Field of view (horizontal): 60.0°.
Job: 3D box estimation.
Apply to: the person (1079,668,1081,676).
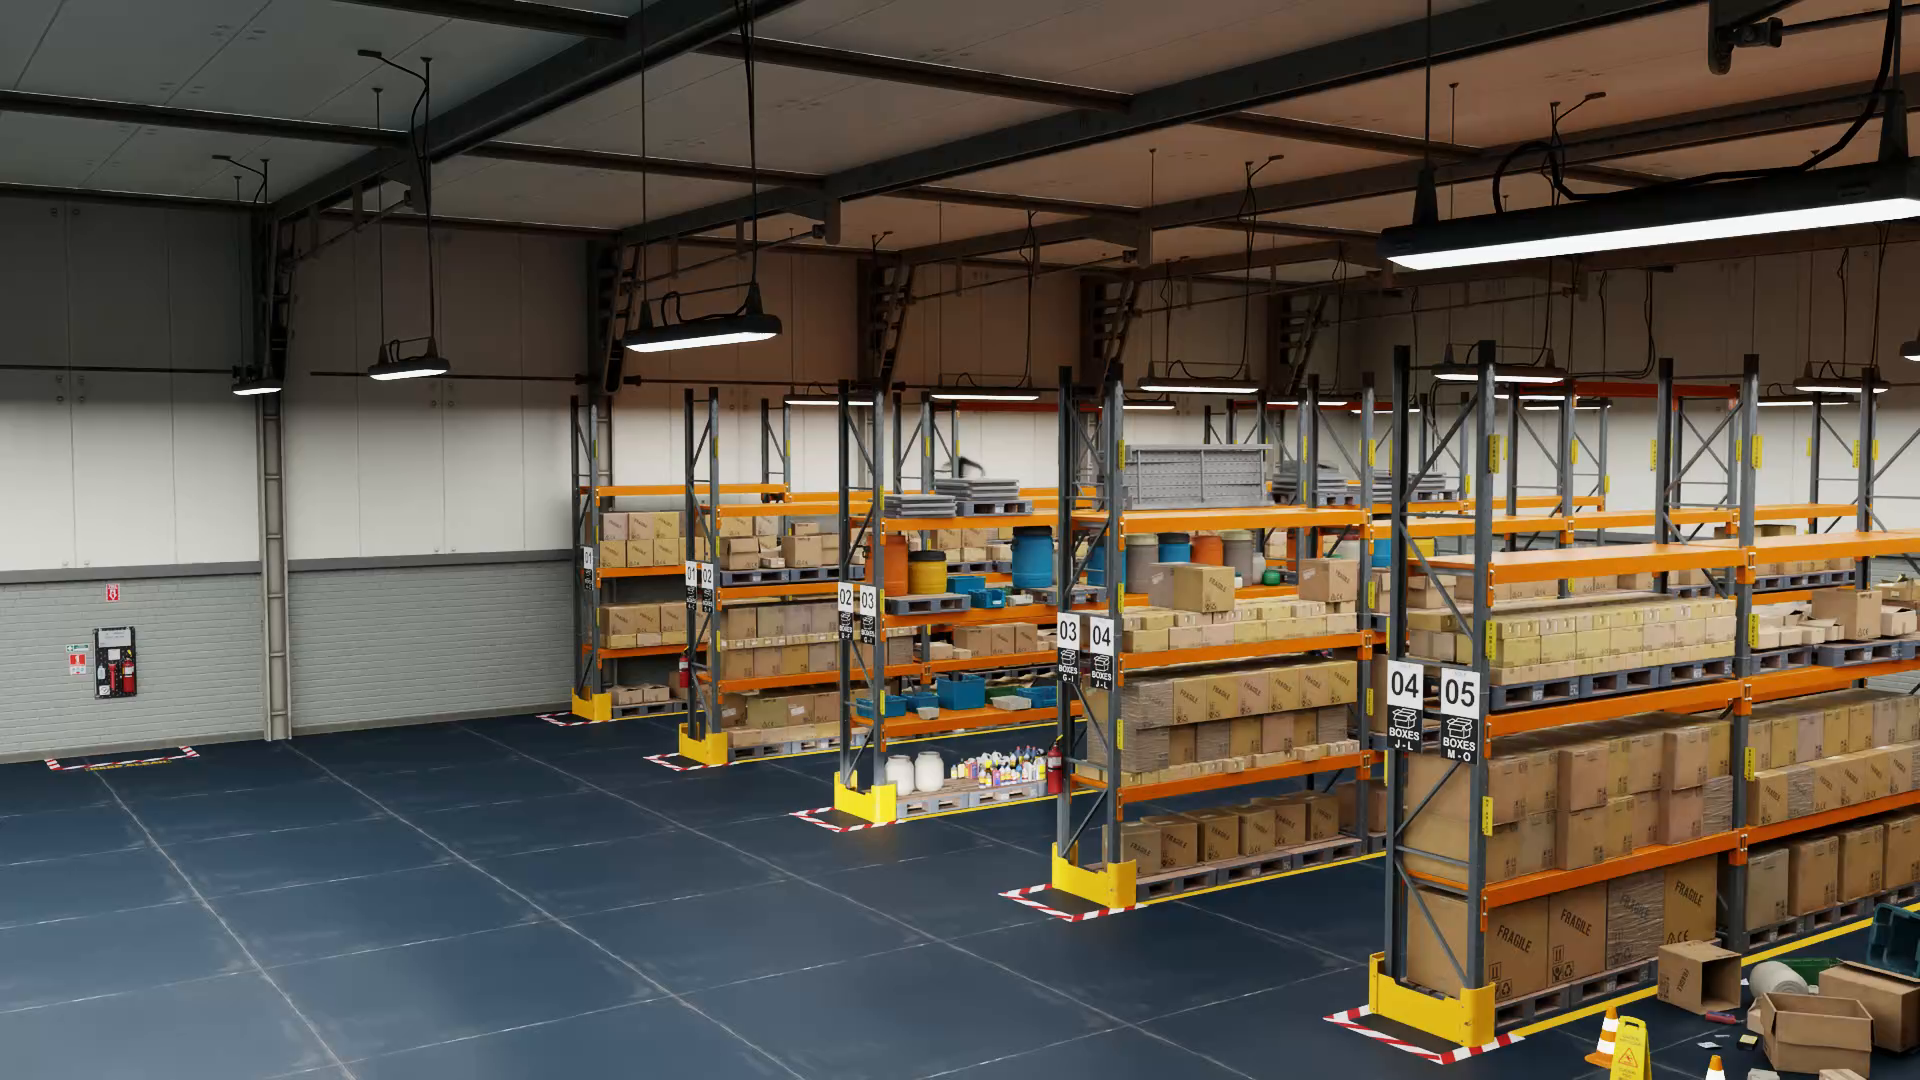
[{"bbox_3d":[2.393,2.298,34.128,0.901,1.689,0.619,-2,4,-29],"label":"person"}]
